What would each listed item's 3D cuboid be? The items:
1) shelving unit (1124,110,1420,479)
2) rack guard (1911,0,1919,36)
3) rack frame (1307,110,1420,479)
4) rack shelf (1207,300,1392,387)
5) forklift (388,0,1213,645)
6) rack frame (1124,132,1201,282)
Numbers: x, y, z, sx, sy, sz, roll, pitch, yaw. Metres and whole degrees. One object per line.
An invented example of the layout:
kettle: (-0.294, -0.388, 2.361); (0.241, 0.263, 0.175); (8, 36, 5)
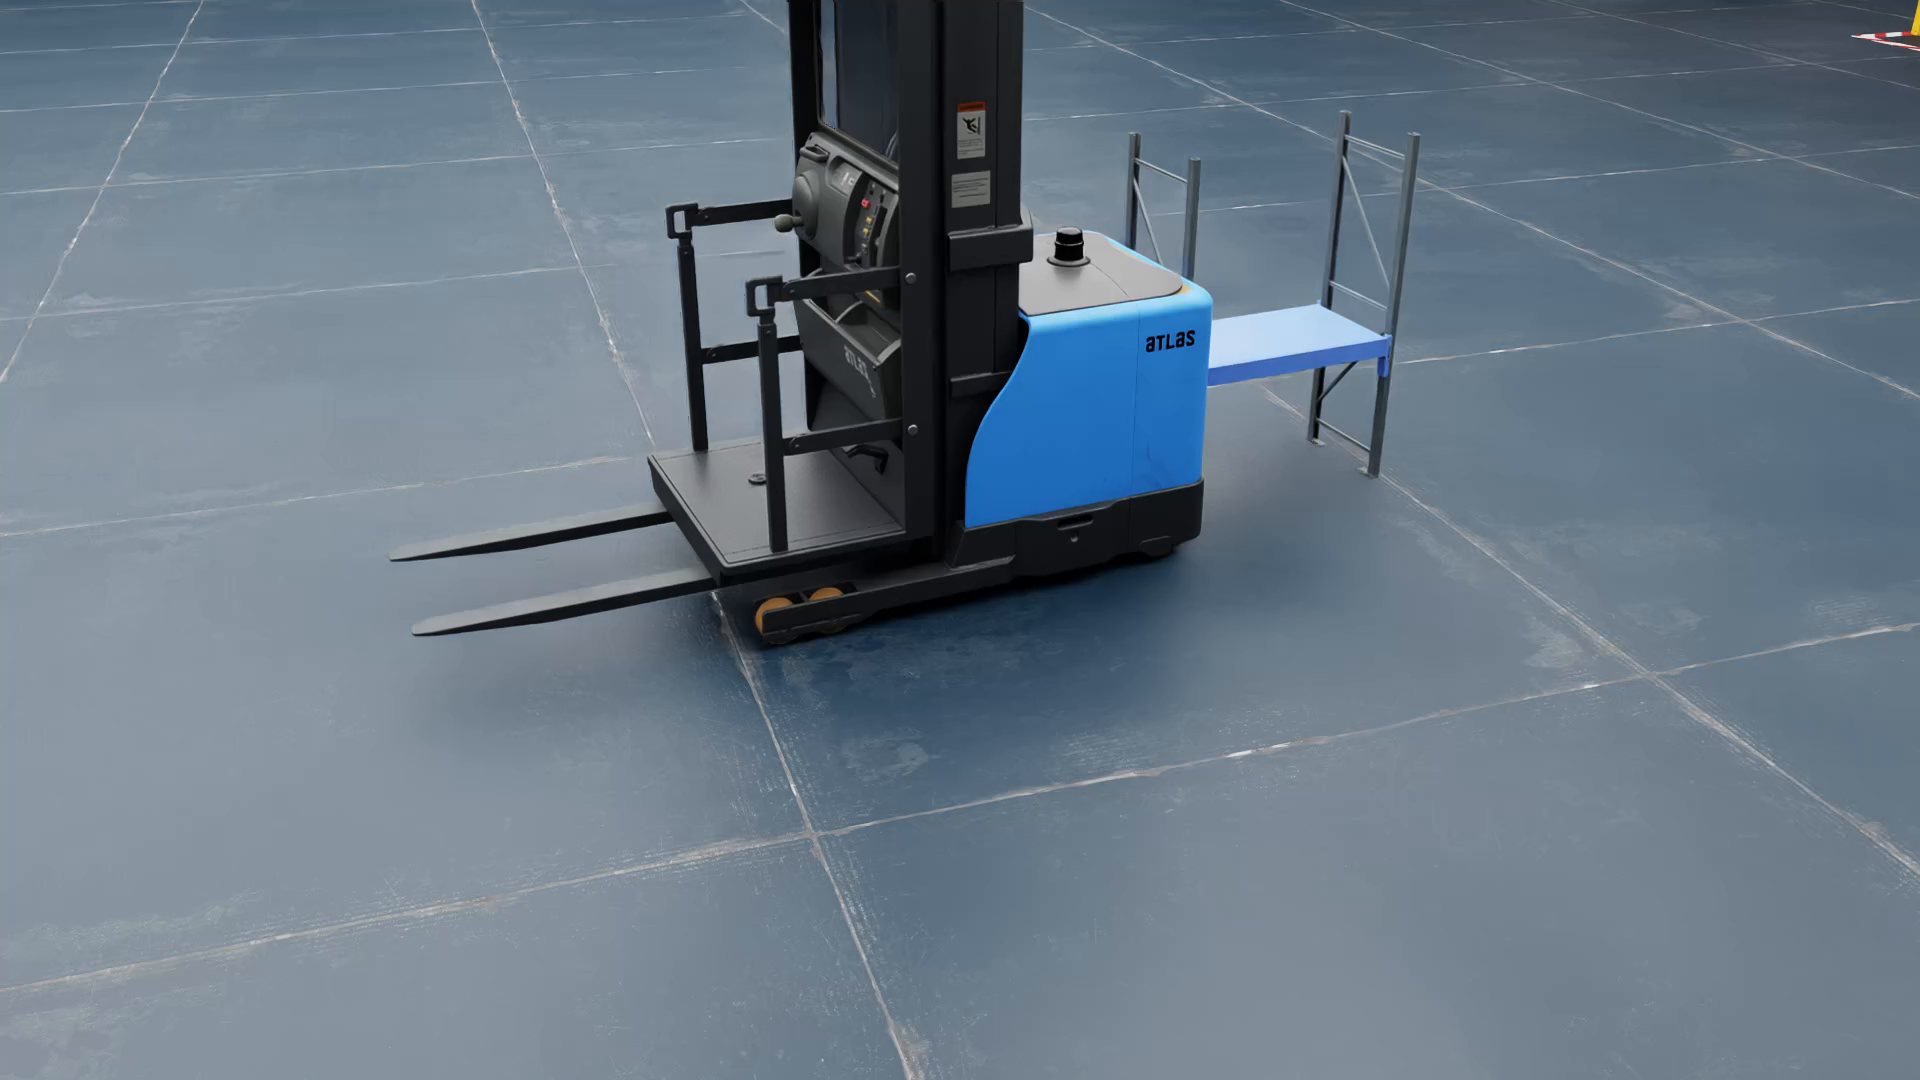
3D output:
shelving unit: (1.258, -0.952, 6.982); (1.048, 1.500, 0.538); (-11, 29, -21)
rack guard: (10.301, -5.321, 16.905); (0.348, 0.500, 1.175); (-8, 28, -16)
rack frame: (1.723, -1.045, 7.168); (0.032, 1.500, 0.500); (-11, 29, -21)
rack shelf: (1.258, -0.791, 7.062); (1.000, 0.185, 0.538); (-11, 29, -21)
forklift: (-0.598, -1.203, 5.877); (3.031, 2.935, 1.130); (-11, 29, -21)
rack frame: (0.794, -0.860, 6.796); (0.032, 1.500, 0.500); (-11, 29, -21)
